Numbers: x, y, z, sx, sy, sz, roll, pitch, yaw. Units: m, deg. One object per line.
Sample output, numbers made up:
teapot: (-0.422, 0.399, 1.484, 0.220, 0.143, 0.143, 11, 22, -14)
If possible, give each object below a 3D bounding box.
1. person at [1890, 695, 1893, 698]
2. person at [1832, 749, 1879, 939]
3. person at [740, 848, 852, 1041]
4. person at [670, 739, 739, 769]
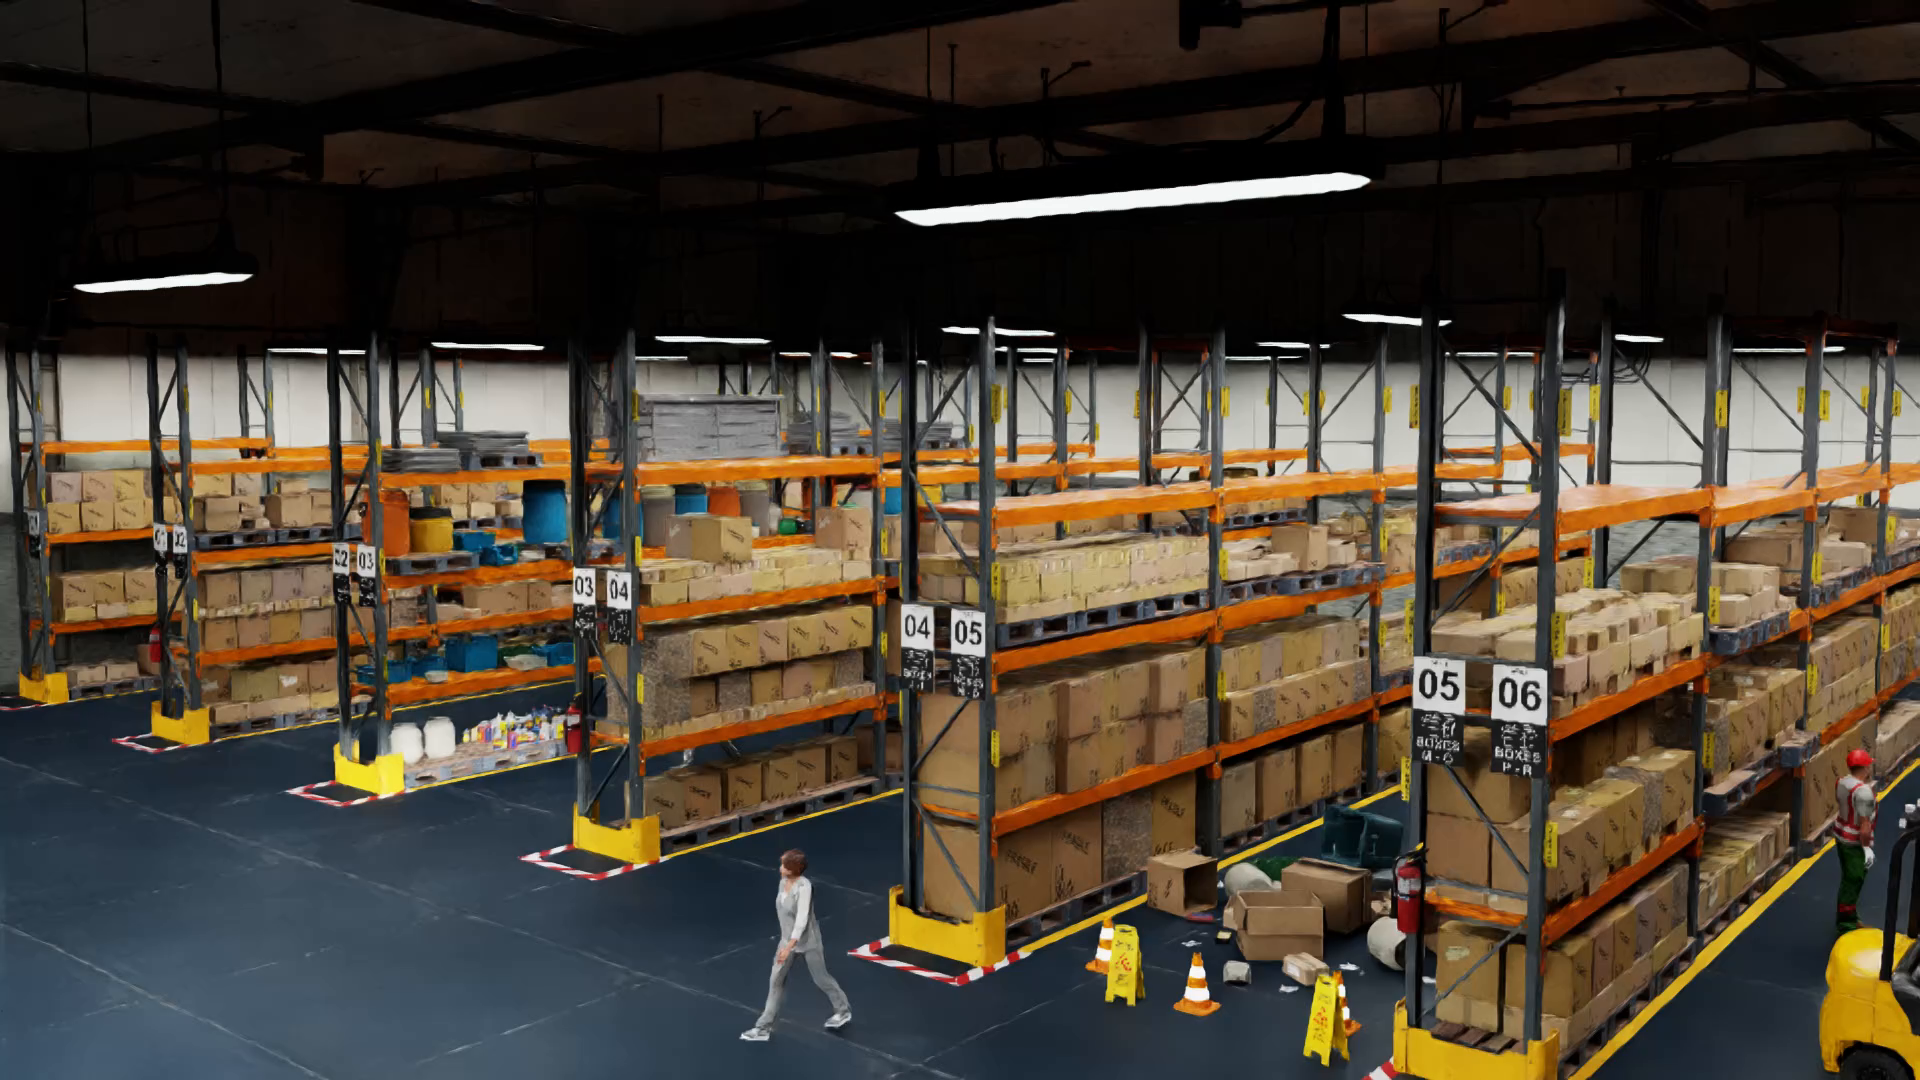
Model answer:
person: (14.361, 1.967, 26.135, 0.701, 1.718, 0.555, 1, 5, 11)
person: (8.467, 2.850, 15.640, 0.446, 1.789, 0.605, 1, 5, 8)
person: (-1.281, 3.198, 13.239, 0.962, 1.533, 0.407, -5, 7, -42)
person: (-3.418, 2.286, 22.395, 0.951, 1.746, 0.591, -4, 6, -35)
